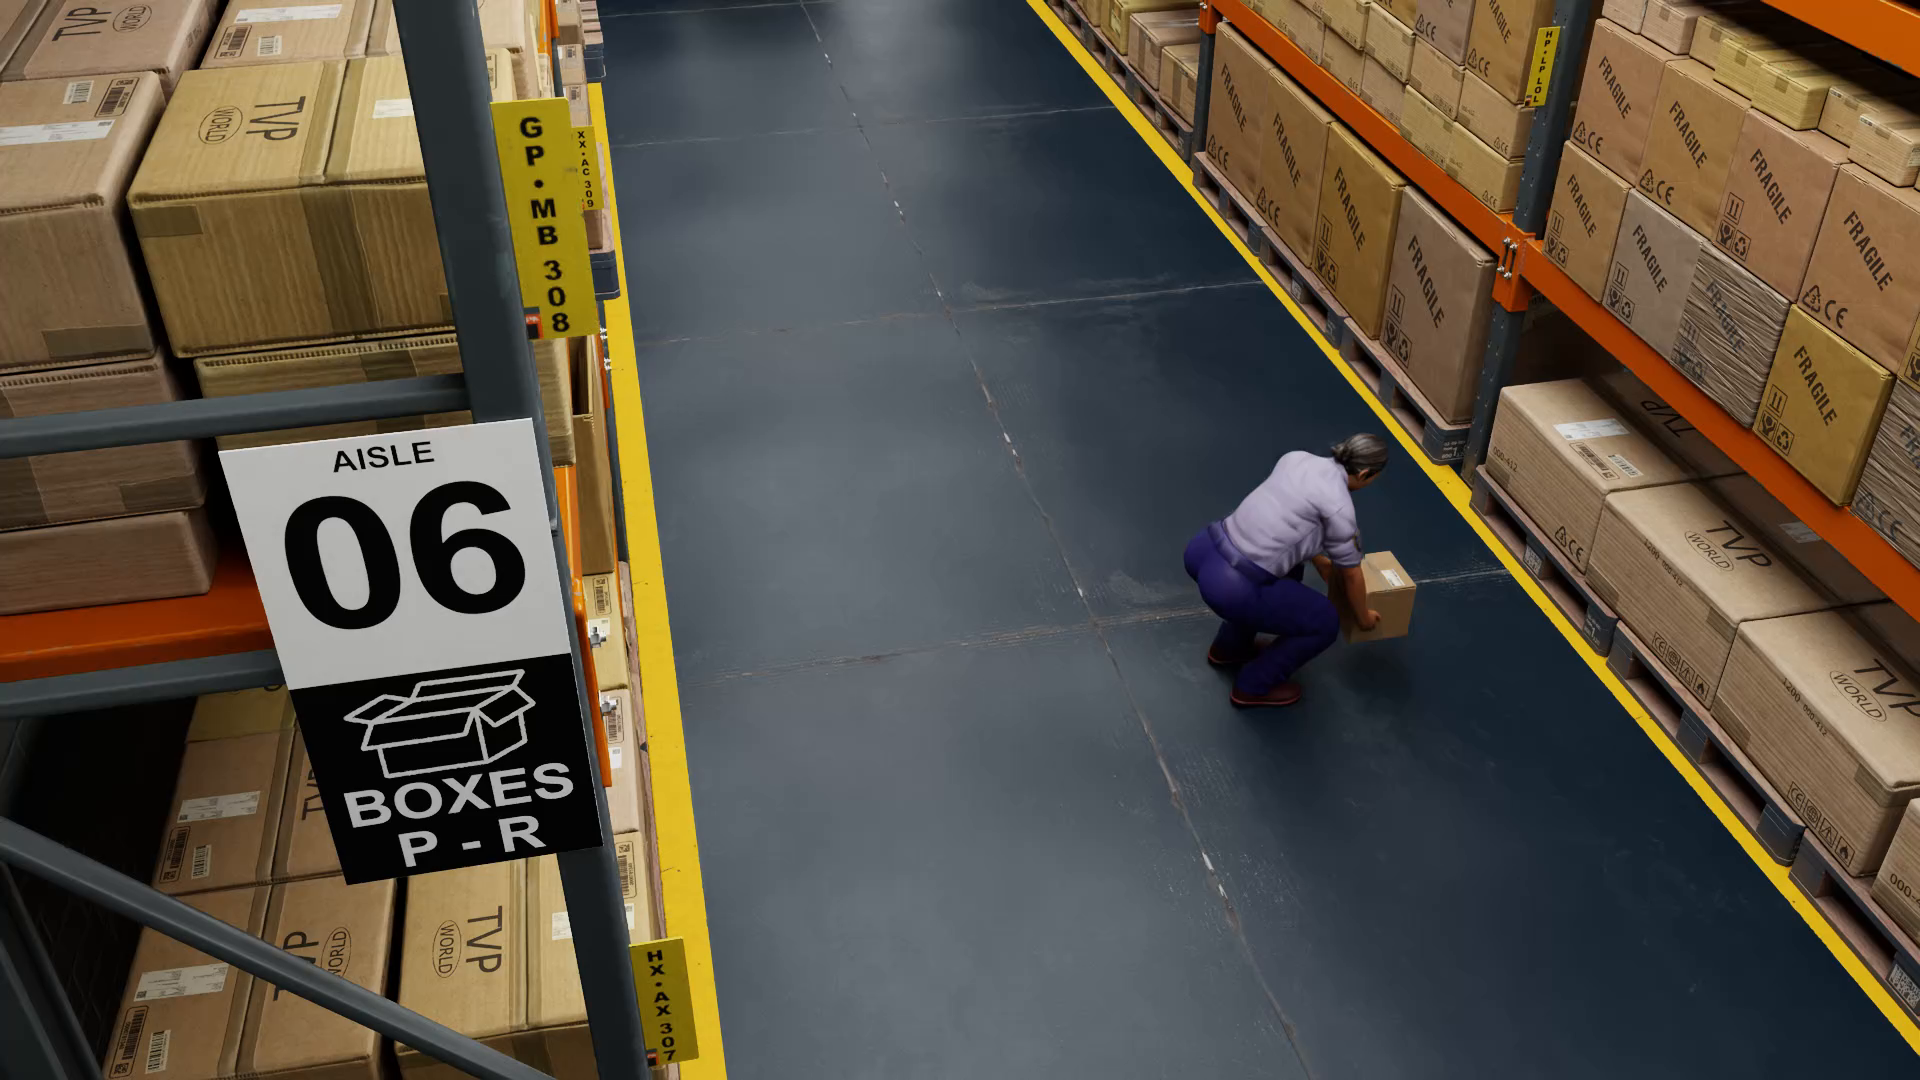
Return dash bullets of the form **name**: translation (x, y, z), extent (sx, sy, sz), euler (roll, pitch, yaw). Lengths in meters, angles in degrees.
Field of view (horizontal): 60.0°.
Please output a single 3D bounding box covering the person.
- **person**: translation (1.262, 0.102, 6.529), extent (0.773, 1.063, 0.536), euler (-7, 35, -11)
